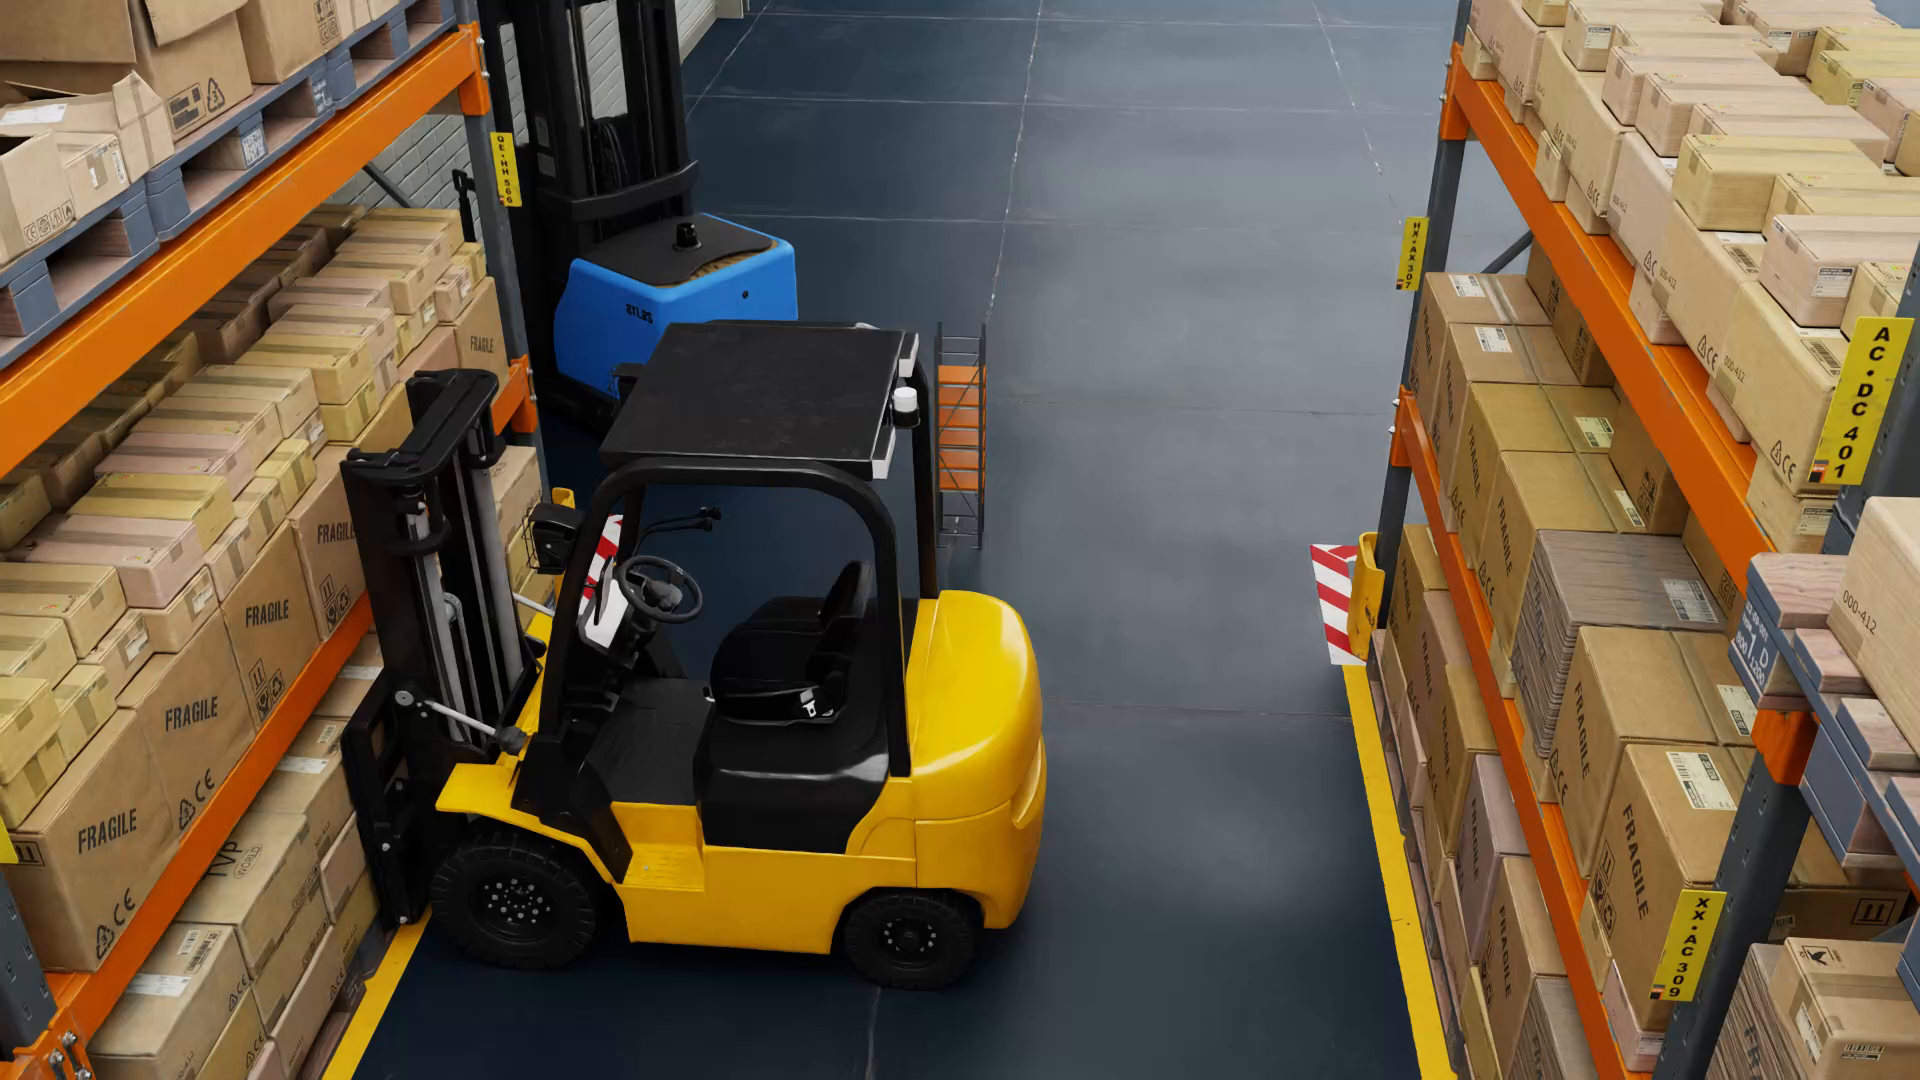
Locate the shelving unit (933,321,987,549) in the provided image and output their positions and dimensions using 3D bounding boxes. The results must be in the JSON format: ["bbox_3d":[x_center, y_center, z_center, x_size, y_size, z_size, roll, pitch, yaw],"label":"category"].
[{"bbox_3d":[0.001,-0.518,8.447,0.258,1.200,0.189,2,32,4],"label":"shelving unit"}]

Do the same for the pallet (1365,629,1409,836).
[{"bbox_3d":[2.348,0.833,7.196,1.003,0.211,1.213,2,32,4],"label":"pallet"}]

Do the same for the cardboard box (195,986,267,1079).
[{"bbox_3d":[-2.470,1.604,5.032,0.500,0.250,0.500,2,32,4],"label":"cardboard box"}]

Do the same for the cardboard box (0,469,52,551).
[{"bbox_3d":[-3.024,-0.097,5.051,0.380,0.149,0.250,2,32,3],"label":"cardboard box"}]

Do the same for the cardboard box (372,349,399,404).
[{"bbox_3d":[-2.320,-0.613,6.173,0.380,0.149,0.250,1,32,2],"label":"cardboard box"}]

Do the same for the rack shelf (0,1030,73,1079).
[{"bbox_3d":[-2.980,2.417,2.655,1.077,0.370,4.000,2,32,4],"label":"rack shelf"}]

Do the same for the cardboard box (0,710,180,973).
[{"bbox_3d":[-2.521,0.801,4.495,0.500,0.500,0.500,2,32,3],"label":"cardboard box"}]

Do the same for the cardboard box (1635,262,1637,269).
[{"bbox_3d":[2.055,-0.743,4.476,0.380,0.149,0.250,3,32,5],"label":"cardboard box"}]

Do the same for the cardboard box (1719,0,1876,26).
[{"bbox_3d":[2.562,-1.611,5.126,0.380,0.149,0.250,2,32,4],"label":"cardboard box"}]

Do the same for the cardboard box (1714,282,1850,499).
[{"bbox_3d":[1.898,-0.308,3.391,0.500,0.250,0.500,2,32,4],"label":"cardboard box"}]

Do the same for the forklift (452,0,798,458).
[{"bbox_3d":[-2.374,-2.332,9.740,3.031,2.935,1.130,24,39,34],"label":"forklift"}]

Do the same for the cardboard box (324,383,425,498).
[{"bbox_3d":[-2.363,-0.262,6.221,0.500,0.500,0.500,2,32,3],"label":"cardboard box"}]

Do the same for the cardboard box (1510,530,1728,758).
[{"bbox_3d":[1.991,0.322,4.990,0.500,0.500,0.500,3,32,5],"label":"cardboard box"}]

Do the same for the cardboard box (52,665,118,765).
[{"bbox_3d":[-2.510,0.455,4.439,0.380,0.149,0.250,3,32,5],"label":"cardboard box"}]

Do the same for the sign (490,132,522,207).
[{"bbox_3d":[-1.952,-1.590,7.142,0.100,0.325,0.005,2,32,4],"label":"sign"}]

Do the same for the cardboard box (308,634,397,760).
[{"bbox_3d":[-2.334,0.590,6.202,0.500,0.250,0.500,2,32,3],"label":"cardboard box"}]

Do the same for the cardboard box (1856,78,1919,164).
[{"bbox_3d":[2.532,-1.069,4.245,0.380,0.149,0.250,2,32,3],"label":"cardboard box"}]

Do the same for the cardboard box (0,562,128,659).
[{"bbox_3d":[-2.553,0.191,4.584,0.380,0.149,0.250,2,32,3],"label":"cardboard box"}]

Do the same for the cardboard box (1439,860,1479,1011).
[{"bbox_3d":[1.990,1.401,5.837,0.500,0.250,0.500,3,32,5],"label":"cardboard box"}]

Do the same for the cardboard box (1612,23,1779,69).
[{"bbox_3d":[2.068,-1.355,4.709,0.380,0.149,0.250,3,32,5],"label":"cardboard box"}]

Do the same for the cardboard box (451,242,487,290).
[{"bbox_3d":[-2.241,-1.152,7.047,0.380,0.149,0.250,3,32,5],"label":"cardboard box"}]

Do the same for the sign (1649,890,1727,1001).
[{"bbox_3d":[1.589,0.887,3.626,0.100,0.325,0.005,2,32,4],"label":"sign"}]

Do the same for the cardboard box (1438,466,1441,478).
[{"bbox_3d":[2.113,-0.273,6.574,0.380,0.149,0.250,1,32,2],"label":"cardboard box"}]

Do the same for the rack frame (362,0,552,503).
[{"bbox_3d":[-2.492,-1.027,7.557,1.000,3.000,0.127,2,32,4],"label":"rack frame"}]

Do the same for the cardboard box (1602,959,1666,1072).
[{"bbox_3d":[1.852,1.201,4.182,0.380,0.149,0.250,2,32,3],"label":"cardboard box"}]

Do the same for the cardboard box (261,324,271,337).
[{"bbox_3d":[-2.844,-0.778,6.439,0.380,0.149,0.250,1,32,2],"label":"cardboard box"}]

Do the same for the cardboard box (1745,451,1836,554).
[{"bbox_3d":[1.851,-0.073,3.390,0.380,0.149,0.250,3,32,4],"label":"cardboard box"}]

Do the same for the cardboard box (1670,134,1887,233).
[{"bbox_3d":[1.884,-0.822,3.846,0.380,0.149,0.250,3,32,5],"label":"cardboard box"}]

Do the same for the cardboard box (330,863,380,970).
[{"bbox_3d":[-2.396,1.282,6.031,0.500,0.250,0.500,3,32,5],"label":"cardboard box"}]

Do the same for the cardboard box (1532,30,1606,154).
[{"bbox_3d":[2.081,-1.371,5.115,0.500,0.250,0.500,3,32,5],"label":"cardboard box"}]

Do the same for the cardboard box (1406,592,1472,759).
[{"bbox_3d":[2.075,0.552,6.501,0.500,0.500,0.500,1,32,2],"label":"cardboard box"}]

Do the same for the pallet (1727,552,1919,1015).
[{"bbox_3d":[1.974,0.396,2.568,1.213,0.211,1.003,2,32,4],"label":"pallet"}]

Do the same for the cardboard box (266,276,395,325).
[{"bbox_3d":[-2.389,-0.881,6.323,0.380,0.149,0.250,3,32,4],"label":"cardboard box"}]

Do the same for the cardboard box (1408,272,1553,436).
[{"bbox_3d":[2.141,-0.750,6.729,0.500,0.500,0.500,2,32,3],"label":"cardboard box"}]

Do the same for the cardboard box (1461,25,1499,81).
[{"bbox_3d":[2.105,-1.827,6.236,0.380,0.149,0.250,2,32,4],"label":"cardboard box"}]

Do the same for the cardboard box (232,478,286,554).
[{"bbox_3d":[-2.396,-0.077,5.303,0.380,0.149,0.250,1,32,2],"label":"cardboard box"}]

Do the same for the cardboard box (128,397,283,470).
[{"bbox_3d":[-2.467,-0.343,5.450,0.380,0.149,0.250,3,32,4],"label":"cardboard box"}]

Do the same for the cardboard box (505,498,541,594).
[{"bbox_3d":[-2.220,0.020,7.602,0.500,0.250,0.500,2,32,3],"label":"cardboard box"}]

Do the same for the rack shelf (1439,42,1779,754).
[{"bbox_3d":[2.293,-0.742,4.921,1.077,0.370,4.000,2,32,4],"label":"rack shelf"}]

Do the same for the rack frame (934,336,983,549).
[{"bbox_3d":[-0.006,-0.471,8.370,0.240,1.200,0.006,2,32,4],"label":"rack frame"}]

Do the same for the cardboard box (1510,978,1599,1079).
[{"bbox_3d":[1.911,1.627,4.757,0.500,0.500,0.500,2,32,3],"label":"cardboard box"}]

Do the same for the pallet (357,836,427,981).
[{"bbox_3d":[-2.614,1.198,6.604,1.003,0.211,1.213,2,32,4],"label":"pallet"}]

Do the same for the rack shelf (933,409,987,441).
[{"bbox_3d":[0.001,-0.583,8.408,0.258,0.103,0.180,2,32,4],"label":"rack shelf"}]

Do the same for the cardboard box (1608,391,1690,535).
[{"bbox_3d":[2.465,-0.345,5.119,0.700,0.500,0.500,2,32,4],"label":"cardboard box"}]

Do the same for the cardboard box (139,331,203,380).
[{"bbox_3d":[-2.946,-0.631,5.918,0.380,0.149,0.250,2,32,3],"label":"cardboard box"}]

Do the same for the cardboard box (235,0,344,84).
[{"bbox_3d":[-2.468,-1.795,5.353,0.700,0.500,0.500,3,32,4],"label":"cardboard box"}]

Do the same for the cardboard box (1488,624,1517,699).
[{"bbox_3d":[1.967,0.401,5.480,0.380,0.149,0.250,3,32,4],"label":"cardboard box"}]

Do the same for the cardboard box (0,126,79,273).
[{"bbox_3d":[-2.507,-0.820,3.952,0.500,0.311,0.500,3,32,5],"label":"cardboard box"}]

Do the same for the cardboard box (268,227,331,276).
[{"bbox_3d":[-2.816,-1.169,6.791,0.380,0.149,0.250,4,32,6],"label":"cardboard box"}]
